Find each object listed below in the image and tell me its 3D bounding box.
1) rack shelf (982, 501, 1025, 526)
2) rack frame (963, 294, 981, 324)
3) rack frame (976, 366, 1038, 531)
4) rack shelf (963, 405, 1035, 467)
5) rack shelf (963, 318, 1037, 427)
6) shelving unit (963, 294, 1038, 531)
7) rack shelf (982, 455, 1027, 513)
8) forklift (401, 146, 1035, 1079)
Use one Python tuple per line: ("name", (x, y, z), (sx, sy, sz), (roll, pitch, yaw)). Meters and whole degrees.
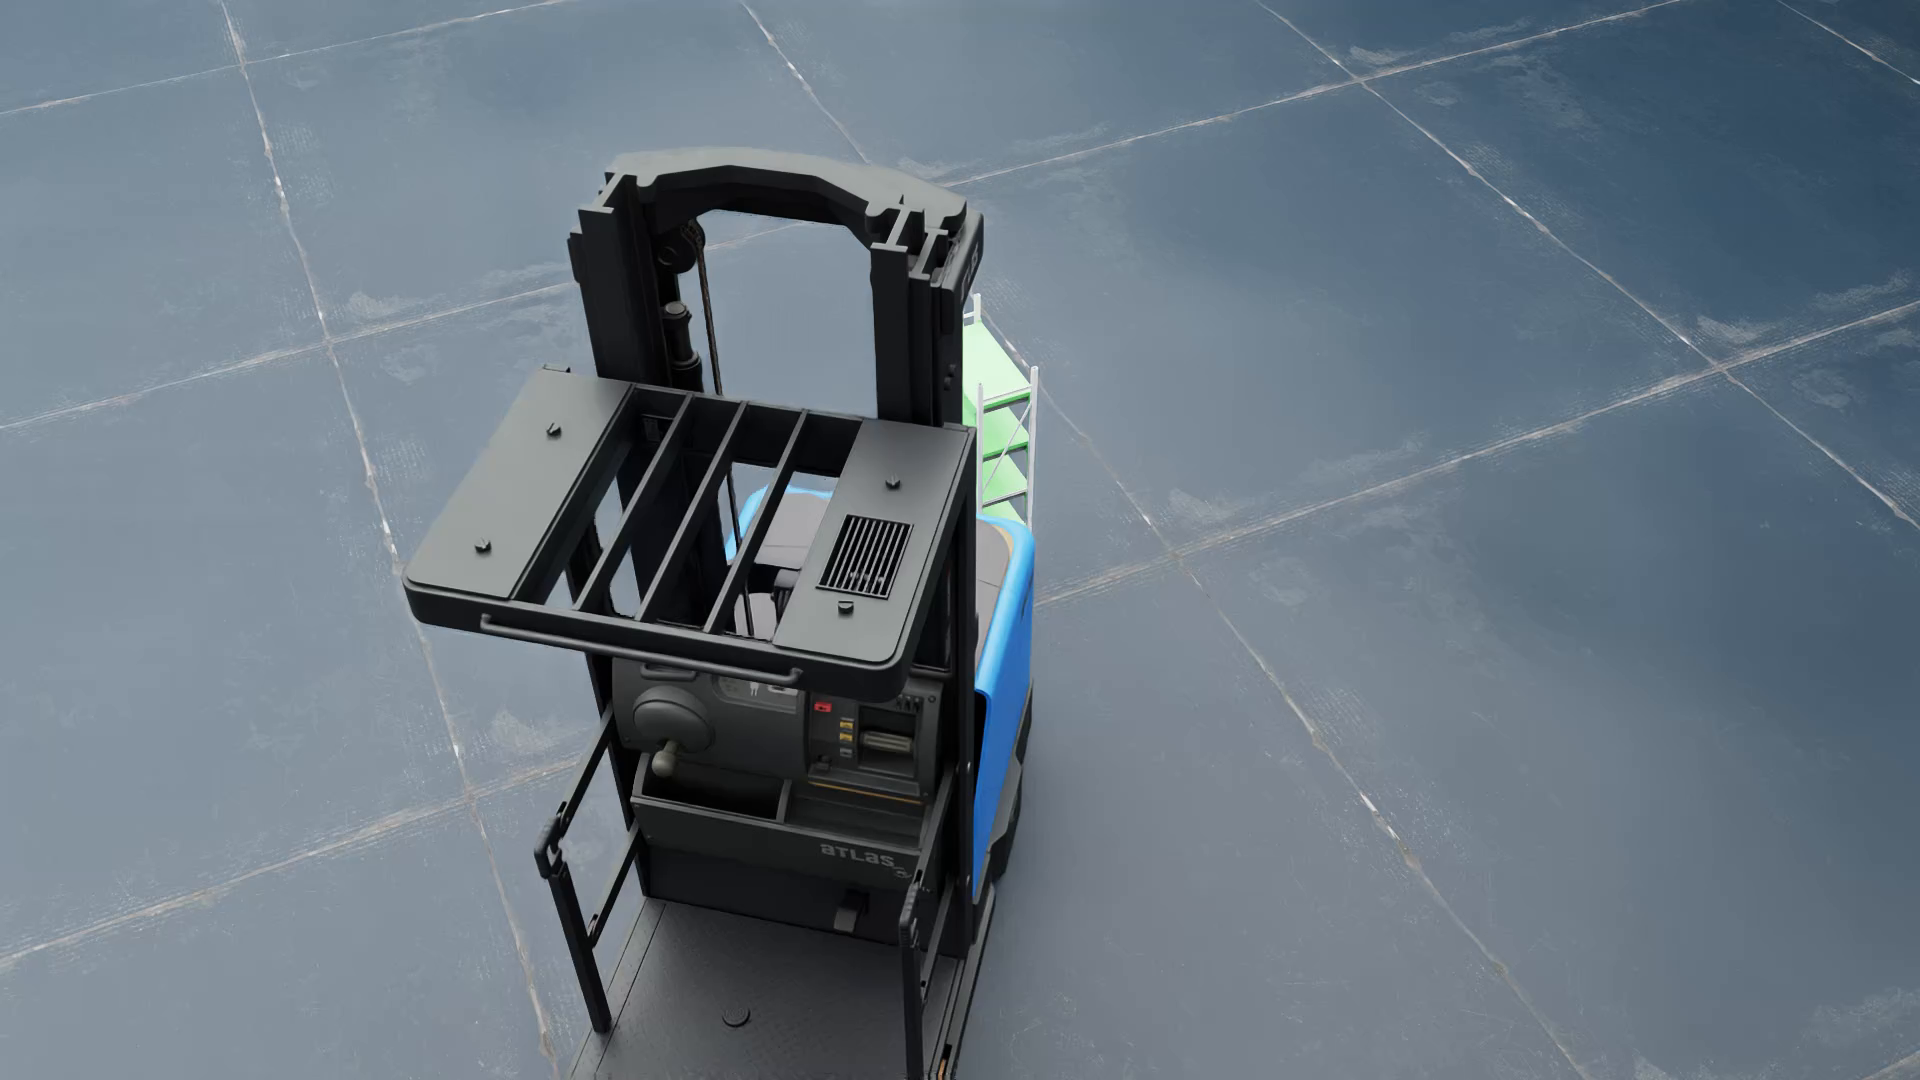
("rack shelf", (0.070, -0.105, 6.804), (0.258, 0.148, 0.480), (-18, 47, -17))
("rack frame", (-0.033, -0.477, 6.748), (0.240, 1.200, 0.015), (-18, 47, -17))
("rack frame", (0.172, -0.166, 6.433), (0.240, 1.200, 0.015), (-18, 47, -17))
("rack shelf", (0.070, -0.447, 6.467), (0.258, 0.148, 0.480), (-18, 47, -17))
("rack shelf", (0.070, -0.618, 6.298), (0.258, 0.148, 0.480), (-18, 47, -17))
("shelving unit", (0.070, -0.322, 6.591), (0.258, 1.200, 0.503), (-18, 47, -17))
("rack shelf", (0.070, -0.276, 6.635), (0.258, 0.148, 0.480), (-18, 47, -17))
("forklift", (-0.555, 0.595, 4.429), (1.130, 2.935, 3.031), (9, 45, 9))
